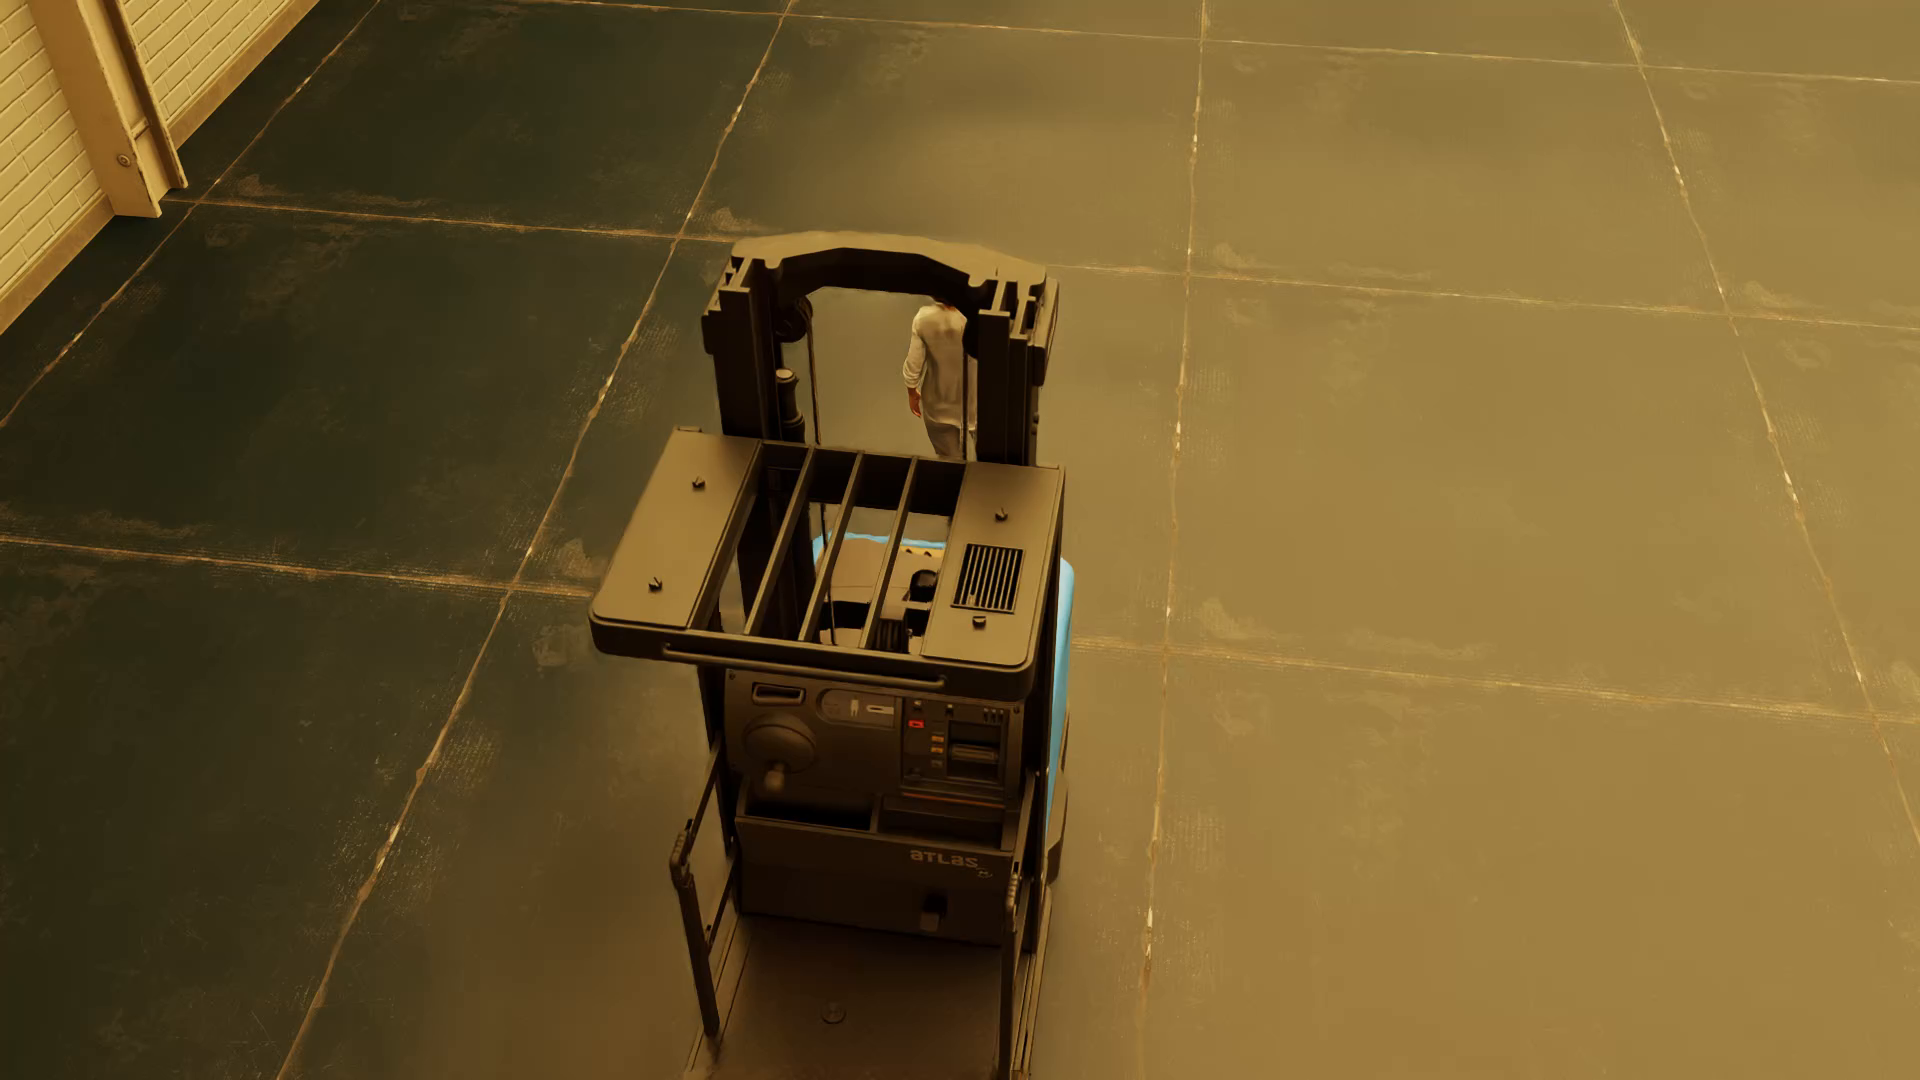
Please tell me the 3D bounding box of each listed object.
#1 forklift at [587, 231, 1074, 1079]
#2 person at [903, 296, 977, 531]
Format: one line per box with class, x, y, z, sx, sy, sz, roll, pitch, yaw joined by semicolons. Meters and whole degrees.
forklift;-0.300;0.702;4.960;1.130;2.935;3.031;6;43;7
person;0.024;-0.641;7.398;0.521;1.596;0.475;5;43;6
